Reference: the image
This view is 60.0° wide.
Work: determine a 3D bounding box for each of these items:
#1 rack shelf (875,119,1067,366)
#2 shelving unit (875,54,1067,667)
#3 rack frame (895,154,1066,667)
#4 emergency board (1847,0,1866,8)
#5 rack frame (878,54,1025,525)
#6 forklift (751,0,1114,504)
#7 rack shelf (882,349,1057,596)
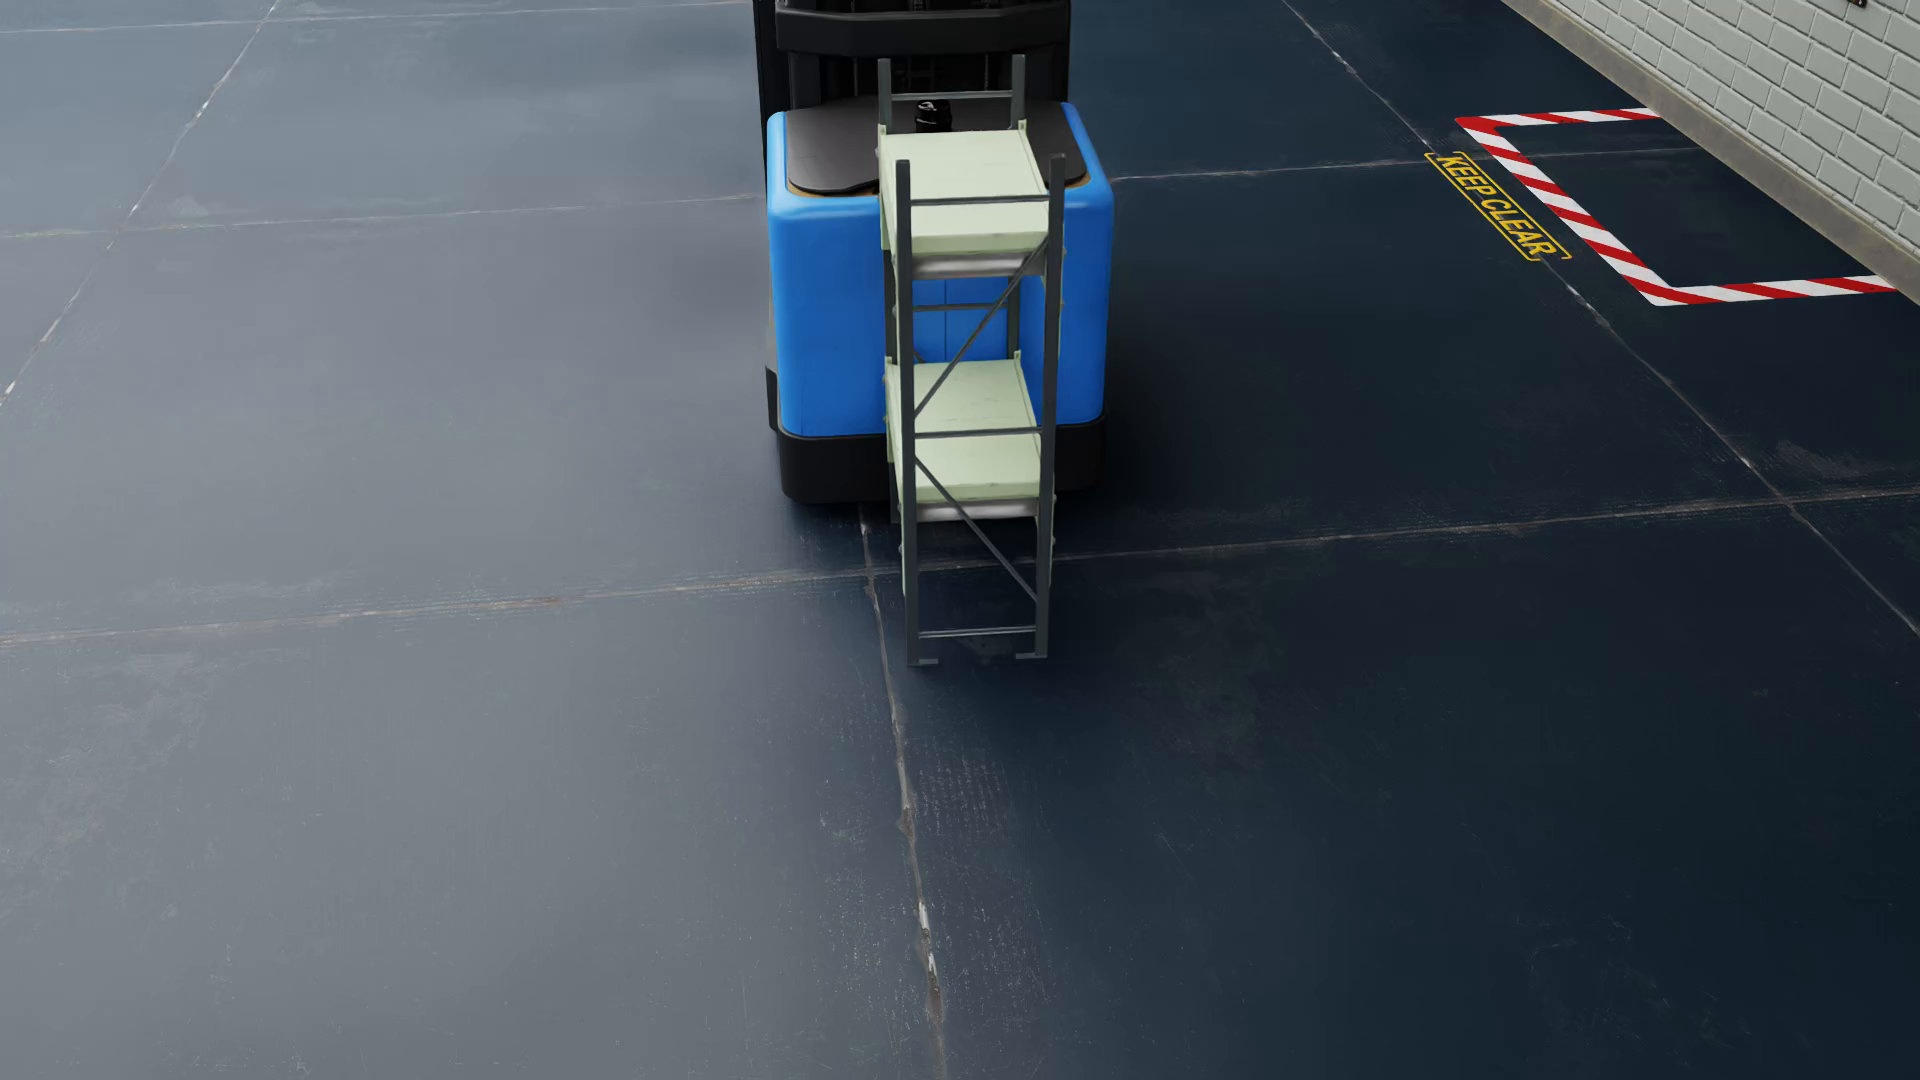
[{"bbox_3d":[0.013,-0.803,4.403,0.431,0.370,0.720,-3,34,-5],"label":"rack shelf"},{"bbox_3d":[0.013,-0.480,4.623,0.431,1.500,0.755,-3,34,-5],"label":"shelving unit"},{"bbox_3d":[0.048,-0.275,4.322,0.400,1.500,0.023,-3,34,-5],"label":"rack frame"},{"bbox_3d":[3.594,-2.841,6.755,0.157,1.169,0.626,-4,35,-6],"label":"emergency board"},{"bbox_3d":[-0.022,-0.686,4.924,0.400,1.500,0.023,-3,34,-5],"label":"rack frame"},{"bbox_3d":[-0.188,-2.138,5.784,1.130,2.935,3.031,-3,34,-5],"label":"forklift"},{"bbox_3d":[0.013,-0.211,4.807,0.431,0.370,0.720,-3,34,-5],"label":"rack shelf"}]
